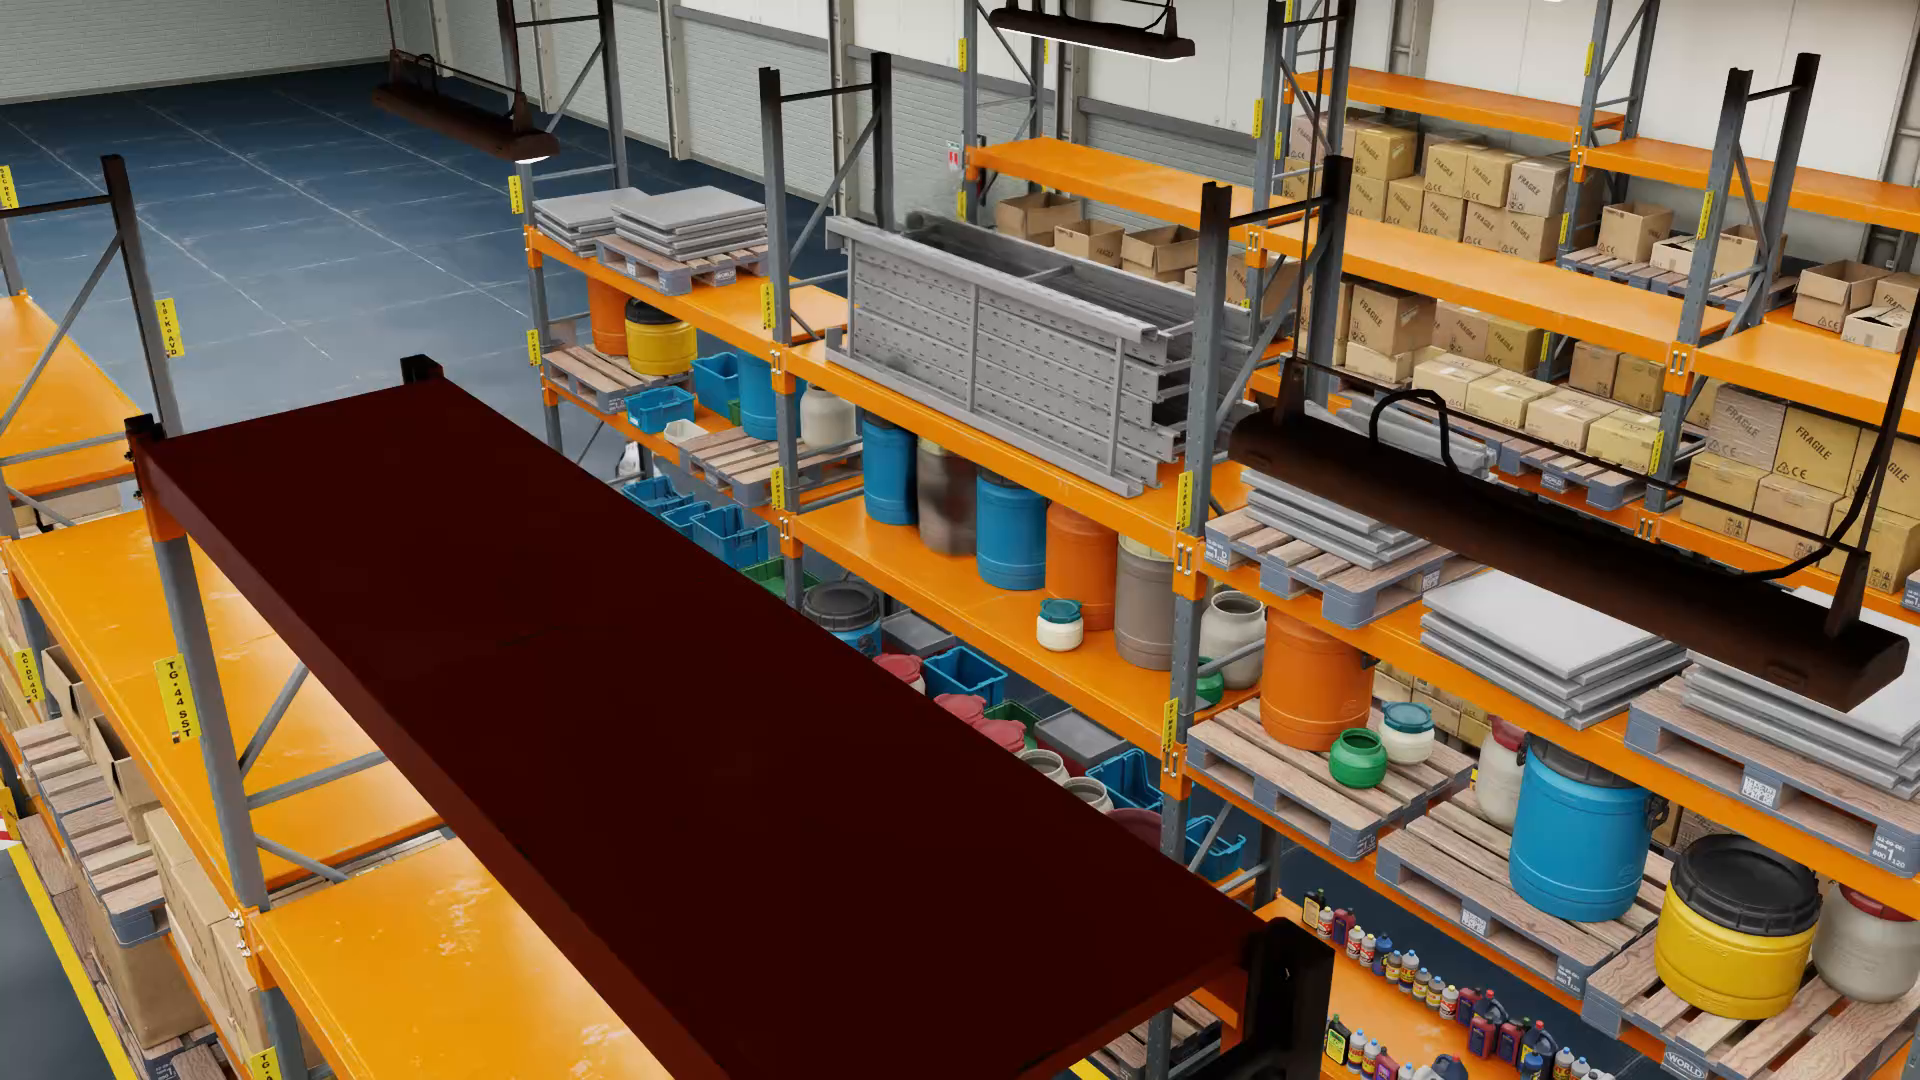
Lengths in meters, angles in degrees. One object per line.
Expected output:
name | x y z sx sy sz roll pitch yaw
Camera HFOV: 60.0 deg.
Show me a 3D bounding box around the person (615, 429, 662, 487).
person | -3.318 -0.493 17.387 0.828 1.681 0.656 8 27 16
